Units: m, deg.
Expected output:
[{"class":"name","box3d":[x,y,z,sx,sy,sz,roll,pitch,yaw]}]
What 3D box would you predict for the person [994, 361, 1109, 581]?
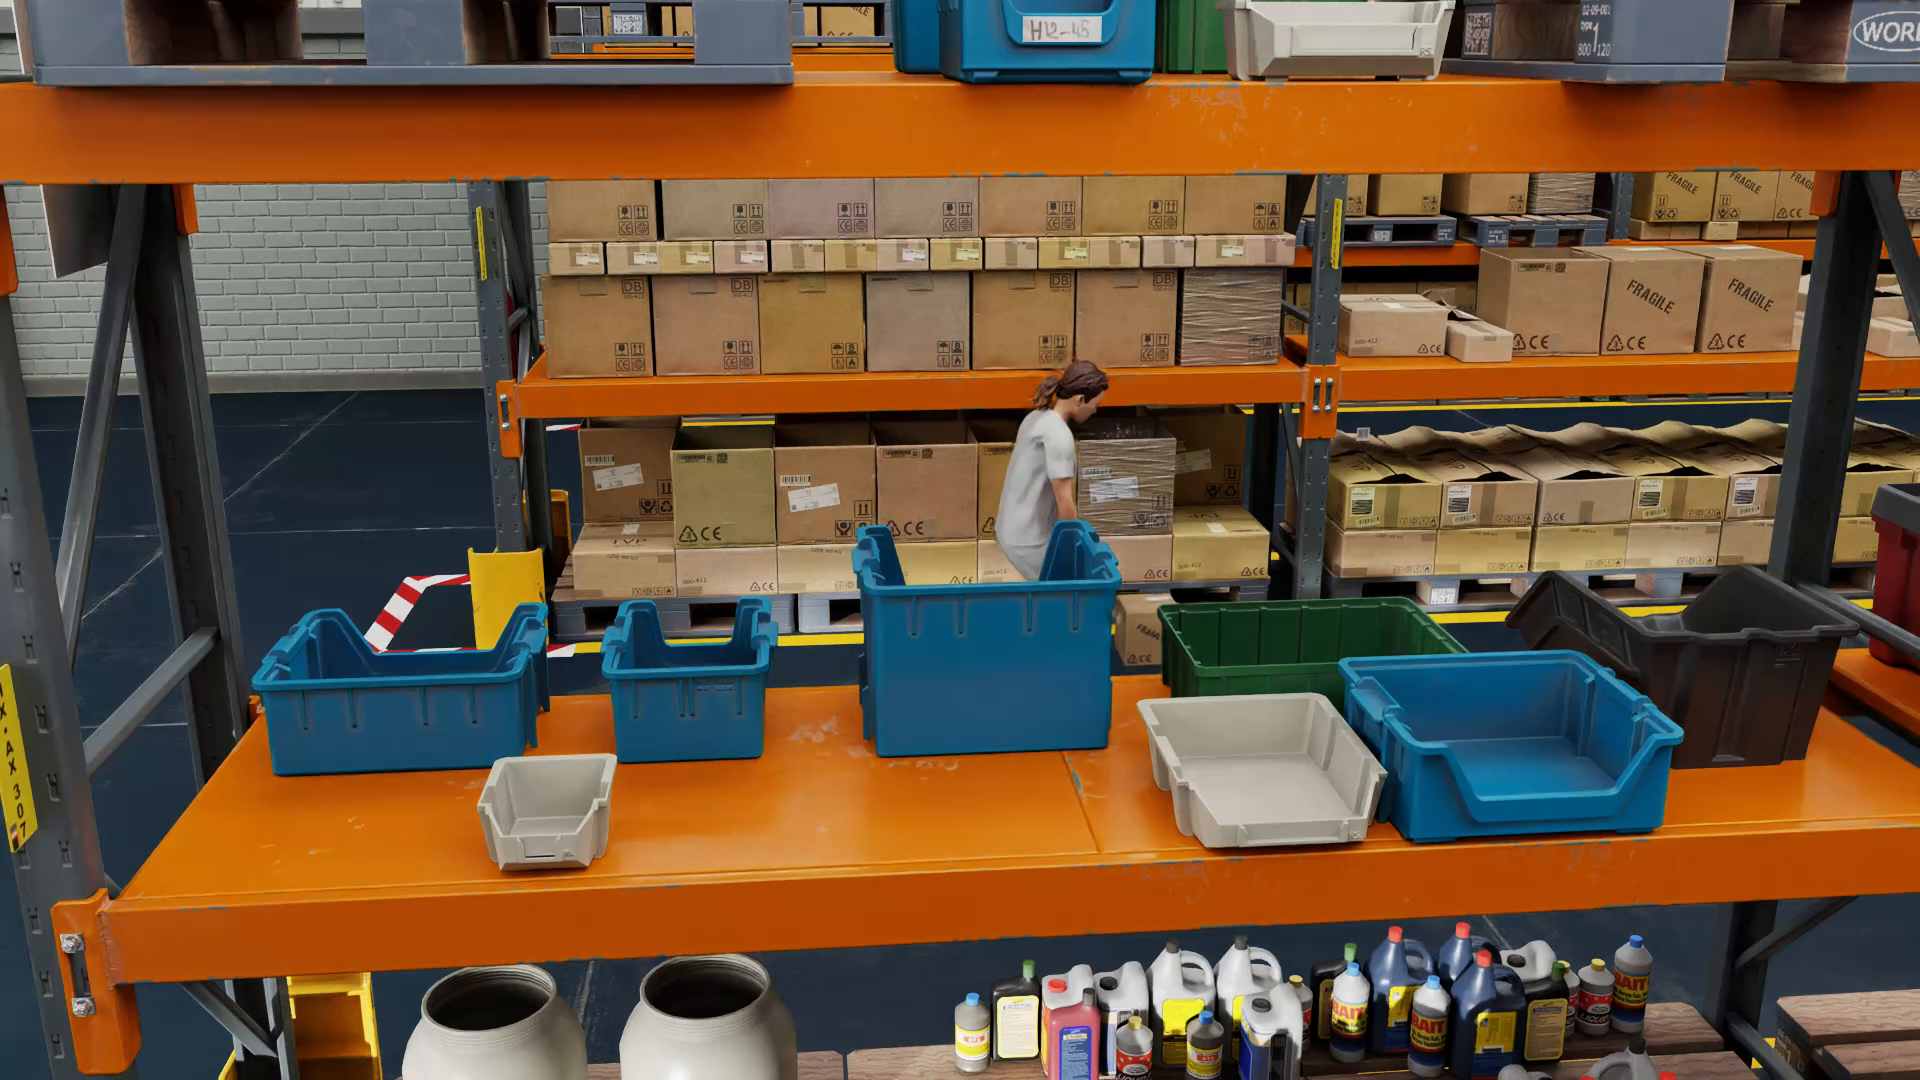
[{"class":"person","box3d":[0.396,-0.018,7.326,0.489,1.556,0.478,-2,17,-6]}]
